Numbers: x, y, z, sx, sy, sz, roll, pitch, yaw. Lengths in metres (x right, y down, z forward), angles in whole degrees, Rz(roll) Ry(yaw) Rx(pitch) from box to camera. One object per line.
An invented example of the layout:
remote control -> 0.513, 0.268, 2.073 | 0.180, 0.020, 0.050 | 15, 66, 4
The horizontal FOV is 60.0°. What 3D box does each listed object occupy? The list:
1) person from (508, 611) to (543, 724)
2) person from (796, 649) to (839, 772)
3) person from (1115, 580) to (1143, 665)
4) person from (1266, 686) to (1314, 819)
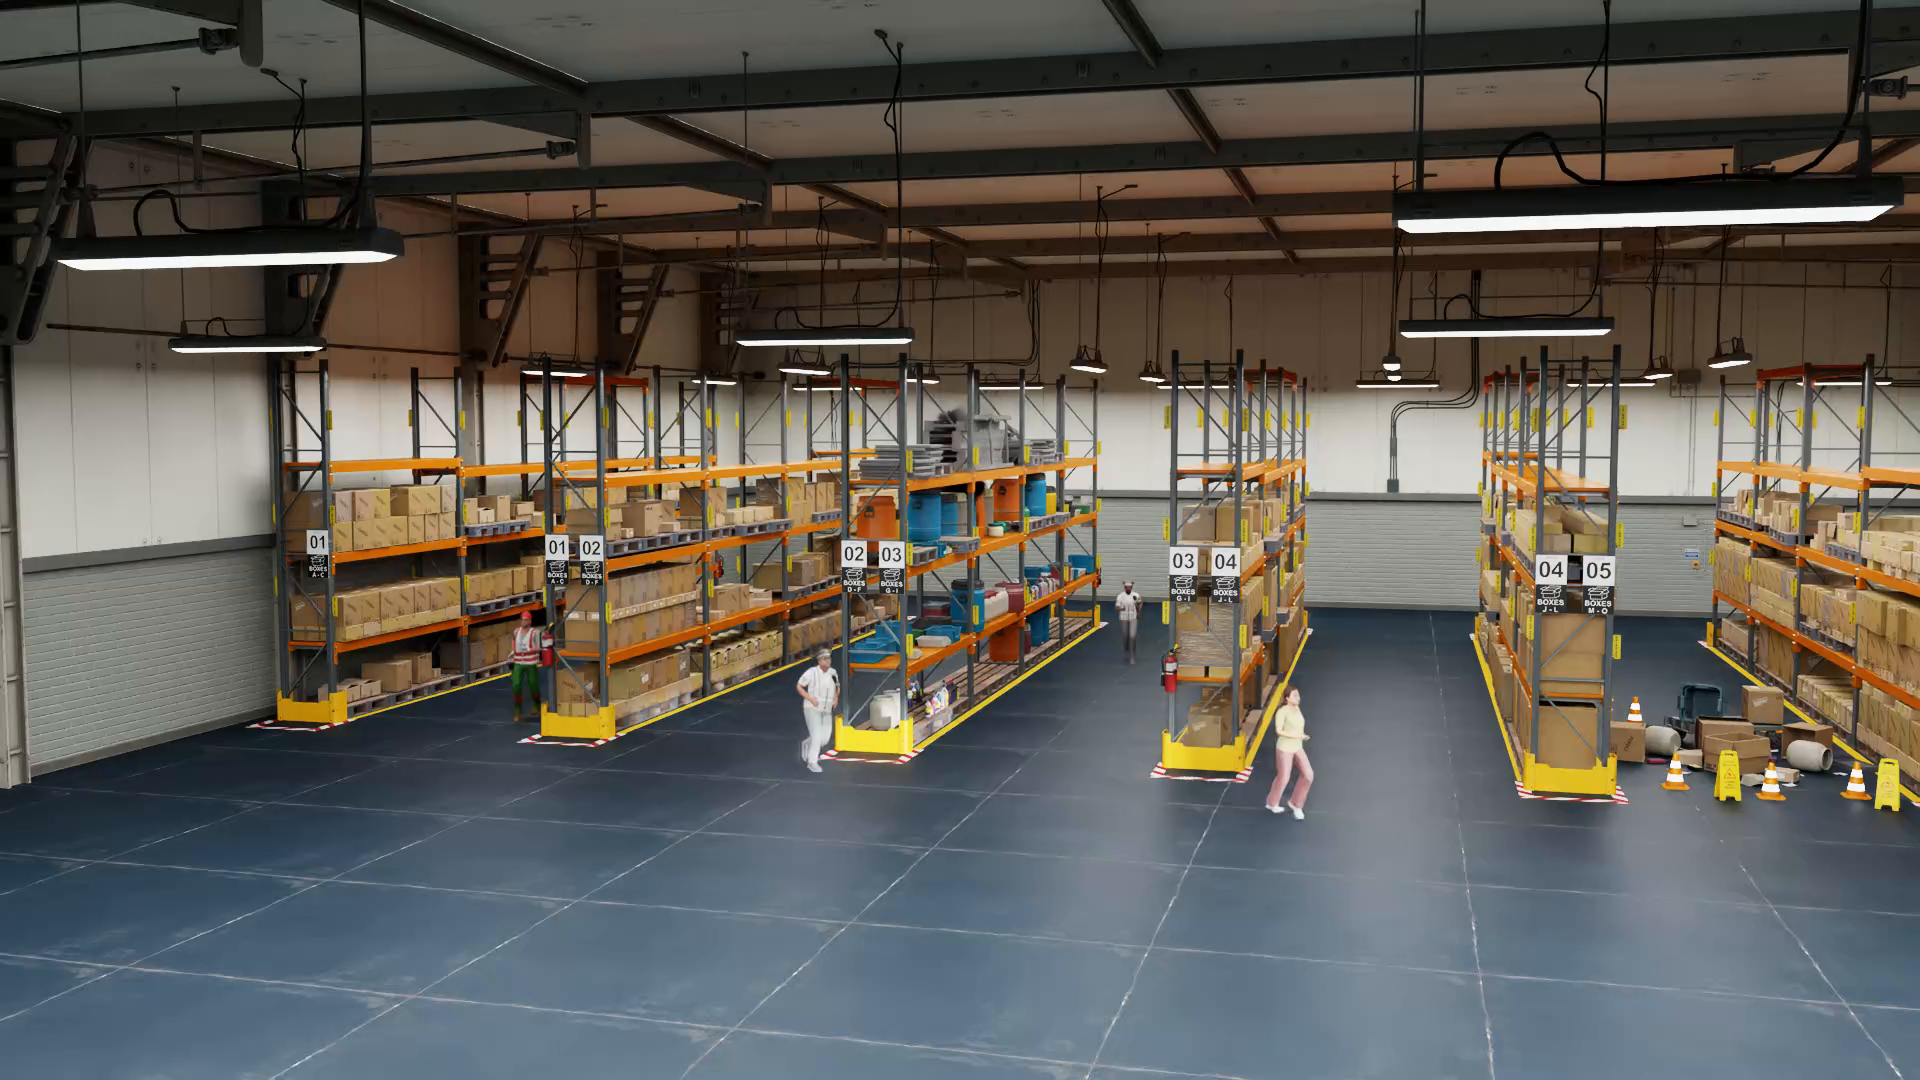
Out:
person -> -7.253, 2.103, 27.798 | 0.650, 1.839, 0.797 | 0, 4, 4
person -> -2.039, 2.425, 24.016 | 0.701, 1.739, 0.648 | -3, 5, -34
person -> 3.488, 1.685, 34.418 | 0.564, 1.754, 0.794 | 1, 4, 9
person -> 4.157, 2.680, 20.921 | 0.588, 1.715, 0.693 | -3, 5, -38
